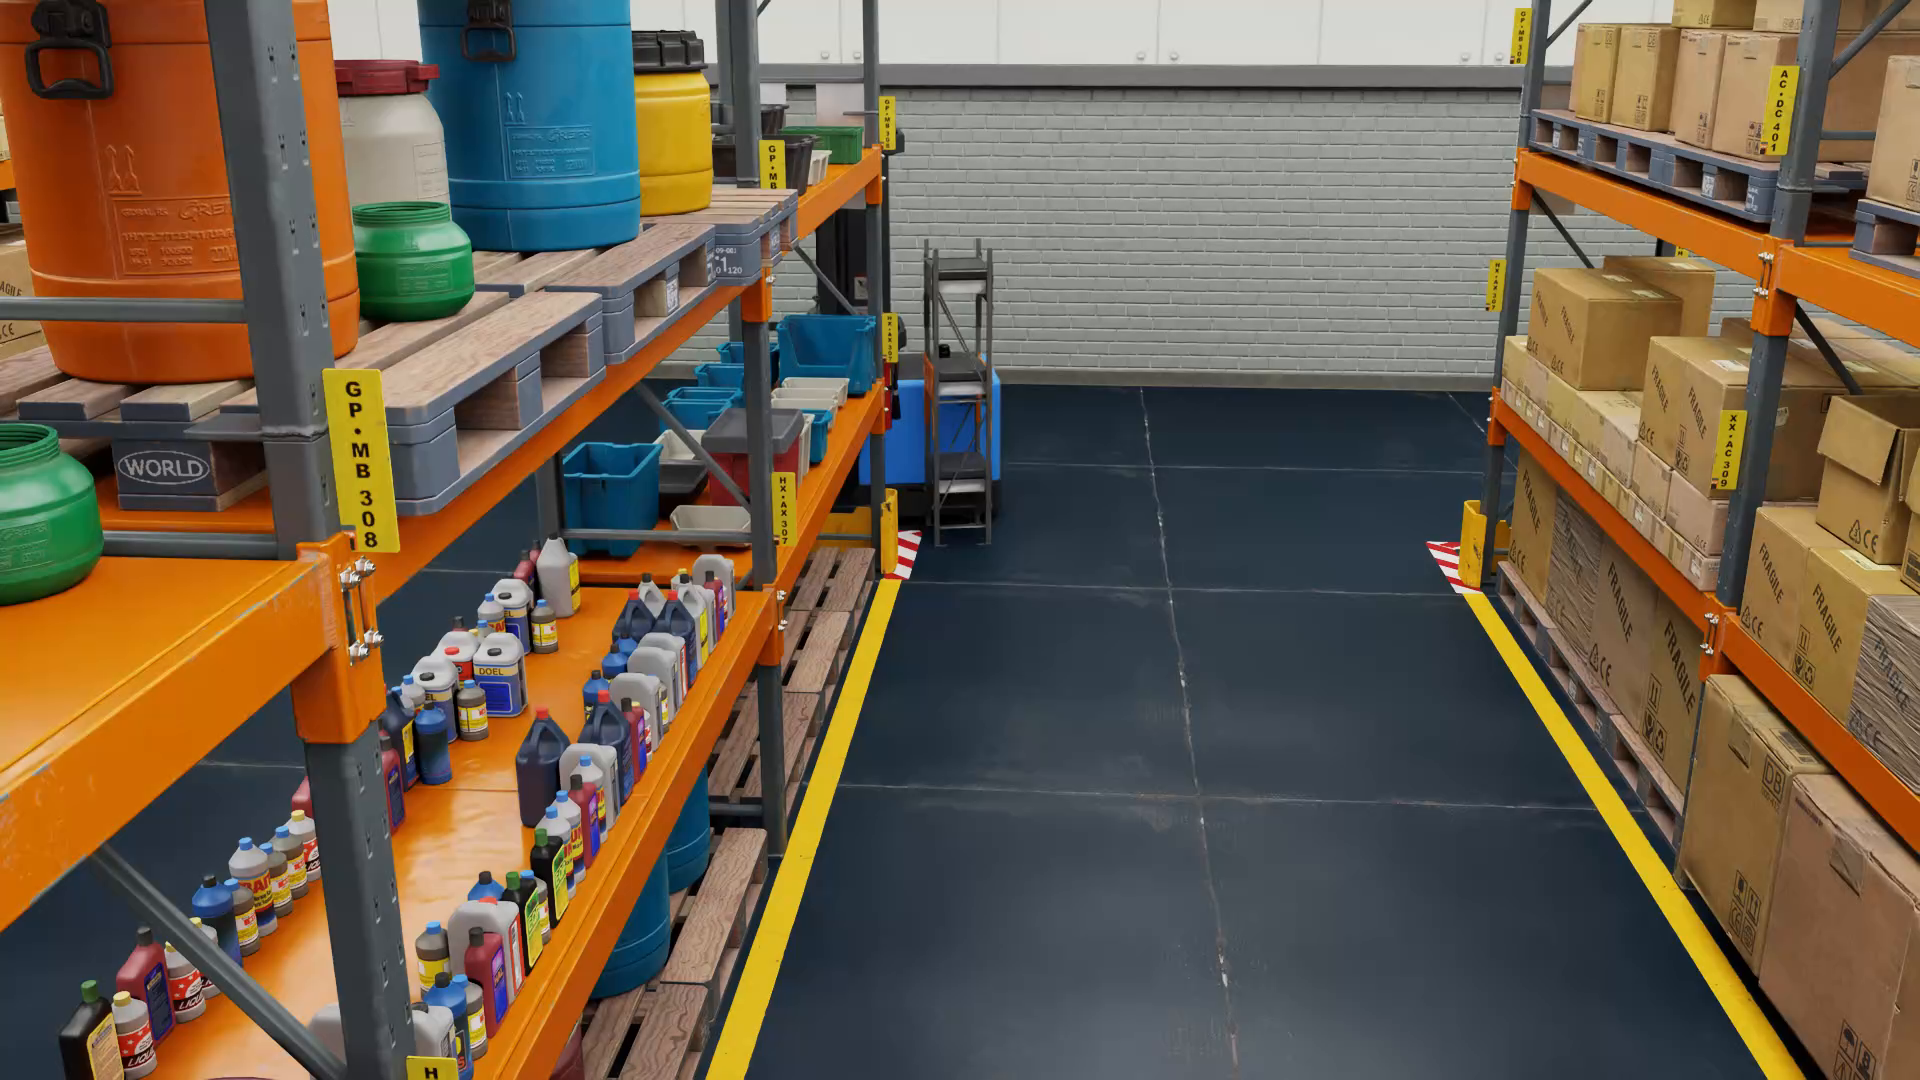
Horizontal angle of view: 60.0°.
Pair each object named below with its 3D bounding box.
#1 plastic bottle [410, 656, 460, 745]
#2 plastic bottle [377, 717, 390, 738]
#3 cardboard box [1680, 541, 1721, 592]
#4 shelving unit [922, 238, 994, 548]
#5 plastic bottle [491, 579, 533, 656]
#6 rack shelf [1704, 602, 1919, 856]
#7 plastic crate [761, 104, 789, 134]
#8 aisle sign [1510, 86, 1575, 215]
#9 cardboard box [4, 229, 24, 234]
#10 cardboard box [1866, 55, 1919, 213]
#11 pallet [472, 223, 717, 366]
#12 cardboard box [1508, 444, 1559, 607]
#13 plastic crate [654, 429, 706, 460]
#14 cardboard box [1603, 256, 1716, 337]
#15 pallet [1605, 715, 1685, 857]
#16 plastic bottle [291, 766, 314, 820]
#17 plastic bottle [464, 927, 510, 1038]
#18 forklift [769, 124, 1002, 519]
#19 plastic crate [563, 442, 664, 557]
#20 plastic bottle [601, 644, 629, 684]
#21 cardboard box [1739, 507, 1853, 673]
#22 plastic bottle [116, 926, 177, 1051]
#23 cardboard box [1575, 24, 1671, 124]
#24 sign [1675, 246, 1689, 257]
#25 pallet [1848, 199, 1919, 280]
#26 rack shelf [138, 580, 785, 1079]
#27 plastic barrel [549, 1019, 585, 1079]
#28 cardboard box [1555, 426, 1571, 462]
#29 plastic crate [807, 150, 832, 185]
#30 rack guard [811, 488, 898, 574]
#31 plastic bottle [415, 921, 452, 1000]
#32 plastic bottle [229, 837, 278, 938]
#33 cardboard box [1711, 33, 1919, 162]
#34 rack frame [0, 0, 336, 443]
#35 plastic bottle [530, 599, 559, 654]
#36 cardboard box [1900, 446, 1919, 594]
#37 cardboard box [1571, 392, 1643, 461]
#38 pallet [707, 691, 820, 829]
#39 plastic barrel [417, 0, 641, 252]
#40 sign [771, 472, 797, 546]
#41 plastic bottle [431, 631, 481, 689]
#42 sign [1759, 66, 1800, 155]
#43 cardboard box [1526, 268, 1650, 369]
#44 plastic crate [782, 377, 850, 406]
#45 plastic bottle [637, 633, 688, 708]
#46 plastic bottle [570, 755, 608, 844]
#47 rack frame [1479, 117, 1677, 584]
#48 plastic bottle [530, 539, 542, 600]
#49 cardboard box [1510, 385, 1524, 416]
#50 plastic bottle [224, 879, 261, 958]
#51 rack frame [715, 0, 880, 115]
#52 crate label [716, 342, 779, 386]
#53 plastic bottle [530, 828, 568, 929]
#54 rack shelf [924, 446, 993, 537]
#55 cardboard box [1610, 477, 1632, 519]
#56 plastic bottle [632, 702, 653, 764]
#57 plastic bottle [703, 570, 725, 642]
[{"bbox_3d":[-1.790,0.543,5.648,0.152,0.276,0.135,1,18,4],"label":"plastic bottle"},{"bbox_3d":[-1.811,0.699,5.159,0.061,0.283,0.133,1,18,4],"label":"plastic bottle"},{"bbox_3d":[3.342,0.117,7.152,0.380,0.149,0.250,1,18,4],"label":"cardboard box"},{"bbox_3d":[-0.017,-1.031,11.697,0.431,2.100,0.503,-3,18,-8],"label":"shelving unit"},{"bbox_3d":[-1.733,0.297,6.399,0.152,0.276,0.135,1,18,4],"label":"plastic bottle"},{"bbox_3d":[3.503,1.063,5.018,1.077,0.370,4.000,1,18,4],"label":"rack shelf"},{"bbox_3d":[-1.312,-2.503,10.138,0.497,0.269,0.590,1,18,4],"label":"plastic crate"},{"bbox_3d":[3.639,-2.407,10.277,0.394,0.787,0.004,1,18,4],"label":"aisle sign"},{"bbox_3d":[-5.705,-1.743,10.660,0.500,0.500,0.500,1,18,3],"label":"cardboard box"},{"bbox_3d":[3.615,-1.393,5.703,0.700,0.500,0.500,2,18,5],"label":"cardboard box"},{"bbox_3d":[-1.331,-0.749,4.877,1.003,0.211,1.213,1,18,4],"label":"pallet"},{"bbox_3d":[3.967,-0.132,10.247,0.875,0.875,0.875,1,18,4],"label":"cardboard box"},{"bbox_3d":[-1.469,-0.462,8.842,0.293,0.136,0.466,1,18,4],"label":"plastic crate"},{"bbox_3d":[4.161,-1.412,9.974,0.500,0.500,0.500,2,18,5],"label":"cardboard box"},{"bbox_3d":[3.779,1.190,7.951,1.003,0.211,1.213,1,18,4],"label":"pallet"},{"bbox_3d":[-1.895,0.797,4.862,0.061,0.283,0.133,1,18,4],"label":"plastic bottle"},{"bbox_3d":[-1.158,1.059,4.063,0.061,0.283,0.133,1,18,4],"label":"plastic bottle"},{"bbox_3d":[-1.238,-1.646,12.240,3.031,2.935,1.130,-2,18,-5],"label":"forklift"},{"bbox_3d":[-1.600,-0.184,7.598,0.392,0.384,0.575,1,18,4],"label":"plastic crate"},{"bbox_3d":[-1.197,0.495,5.803,0.097,0.271,0.097,0,18,0],"label":"plastic bottle"},{"bbox_3d":[3.364,0.189,6.367,0.500,0.500,0.500,1,18,4],"label":"cardboard box"},{"bbox_3d":[-1.960,1.080,3.997,0.061,0.283,0.133,1,18,4],"label":"plastic bottle"},{"bbox_3d":[3.789,-2.528,9.008,0.700,0.500,0.500,1,18,2],"label":"cardboard box"},{"bbox_3d":[4.474,-1.789,10.326,0.100,0.325,0.005,1,18,4],"label":"sign"},{"bbox_3d":[3.630,-0.949,5.492,0.805,0.209,1.217,1,18,2],"label":"pallet"},{"bbox_3d":[-1.437,0.952,5.356,1.077,0.370,4.000,1,18,4],"label":"rack shelf"},{"bbox_3d":[-1.481,1.675,5.193,0.600,0.588,0.708,1,18,4],"label":"plastic barrel"},{"bbox_3d":[3.489,-0.521,9.099,0.380,0.149,0.250,1,18,3],"label":"cardboard box"},{"bbox_3d":[-0.907,-1.906,8.529,0.437,0.136,0.530,1,18,4],"label":"plastic crate"},{"bbox_3d":[-1.018,-0.073,11.343,1.175,0.500,0.348,1,18,4],"label":"rack guard"},{"bbox_3d":[-1.319,1.058,4.196,0.097,0.201,0.097,0,18,0],"label":"plastic bottle"},{"bbox_3d":[-1.906,0.929,4.476,0.097,0.271,0.097,0,18,0],"label":"plastic bottle"},{"bbox_3d":[3.643,-1.865,6.984,0.700,0.500,0.500,0,18,1],"label":"cardboard box"},{"bbox_3d":[-1.580,-1.620,2.414,1.000,3.000,0.127,1,18,4],"label":"rack frame"},{"bbox_3d":[-1.607,0.329,6.420,0.097,0.201,0.097,0,18,0],"label":"plastic bottle"},{"bbox_3d":[3.548,-0.013,5.374,0.797,0.503,0.637,1,18,5],"label":"cardboard box"},{"bbox_3d":[3.527,-0.590,8.670,0.500,0.250,0.500,1,18,3],"label":"cardboard box"},{"bbox_3d":[-1.280,1.085,8.273,1.003,0.211,1.213,1,18,4],"label":"pallet"},{"bbox_3d":[-1.263,-1.341,4.901,0.600,0.901,0.708,1,18,4],"label":"plastic barrel"},{"bbox_3d":[-0.745,-0.130,7.057,0.100,0.325,0.005,1,18,4],"label":"sign"},{"bbox_3d":[-1.773,0.471,5.868,0.152,0.276,0.135,1,18,4],"label":"plastic bottle"},{"bbox_3d":[3.093,-1.621,6.278,0.100,0.325,0.005,1,18,4],"label":"sign"},{"bbox_3d":[3.594,-1.271,9.543,0.500,0.500,0.500,1,18,3],"label":"cardboard box"},{"bbox_3d":[-0.885,-0.899,10.177,0.396,0.136,0.243,1,18,4],"label":"plastic crate"},{"bbox_3d":[-1.062,0.448,5.939,0.152,0.276,0.135,1,18,4],"label":"plastic bottle"},{"bbox_3d":[-1.108,0.771,4.959,0.097,0.271,0.097,0,18,0],"label":"plastic bottle"},{"bbox_3d":[3.933,-1.143,10.593,1.000,3.000,0.127,1,18,4],"label":"rack frame"},{"bbox_3d":[-1.745,0.149,6.839,0.061,0.283,0.133,1,18,4],"label":"plastic bottle"},{"bbox_3d":[3.562,-0.841,10.075,0.380,0.149,0.250,1,18,3],"label":"cardboard box"},{"bbox_3d":[-1.913,0.993,4.395,0.097,0.201,0.097,0,18,0],"label":"plastic bottle"},{"bbox_3d":[-1.007,-4.104,9.996,1.000,3.000,0.127,1,18,4],"label":"rack frame"},{"bbox_3d":[-1.353,-1.133,10.736,0.416,0.233,0.303,1,18,4],"label":"crate label"},{"bbox_3d":[-1.122,0.904,4.535,0.061,0.283,0.133,1,18,4],"label":"plastic bottle"},{"bbox_3d":[-0.017,-0.353,11.919,0.431,0.518,0.480,-3,18,-8],"label":"rack shelf"},{"bbox_3d":[3.415,-0.203,8.128,0.380,0.149,0.250,2,18,5],"label":"cardboard box"},{"bbox_3d":[-1.069,0.634,5.491,0.097,0.201,0.097,0,18,0],"label":"plastic bottle"},{"bbox_3d":[-0.970,0.247,6.539,0.061,0.283,0.133,1,18,4],"label":"plastic bottle"}]
